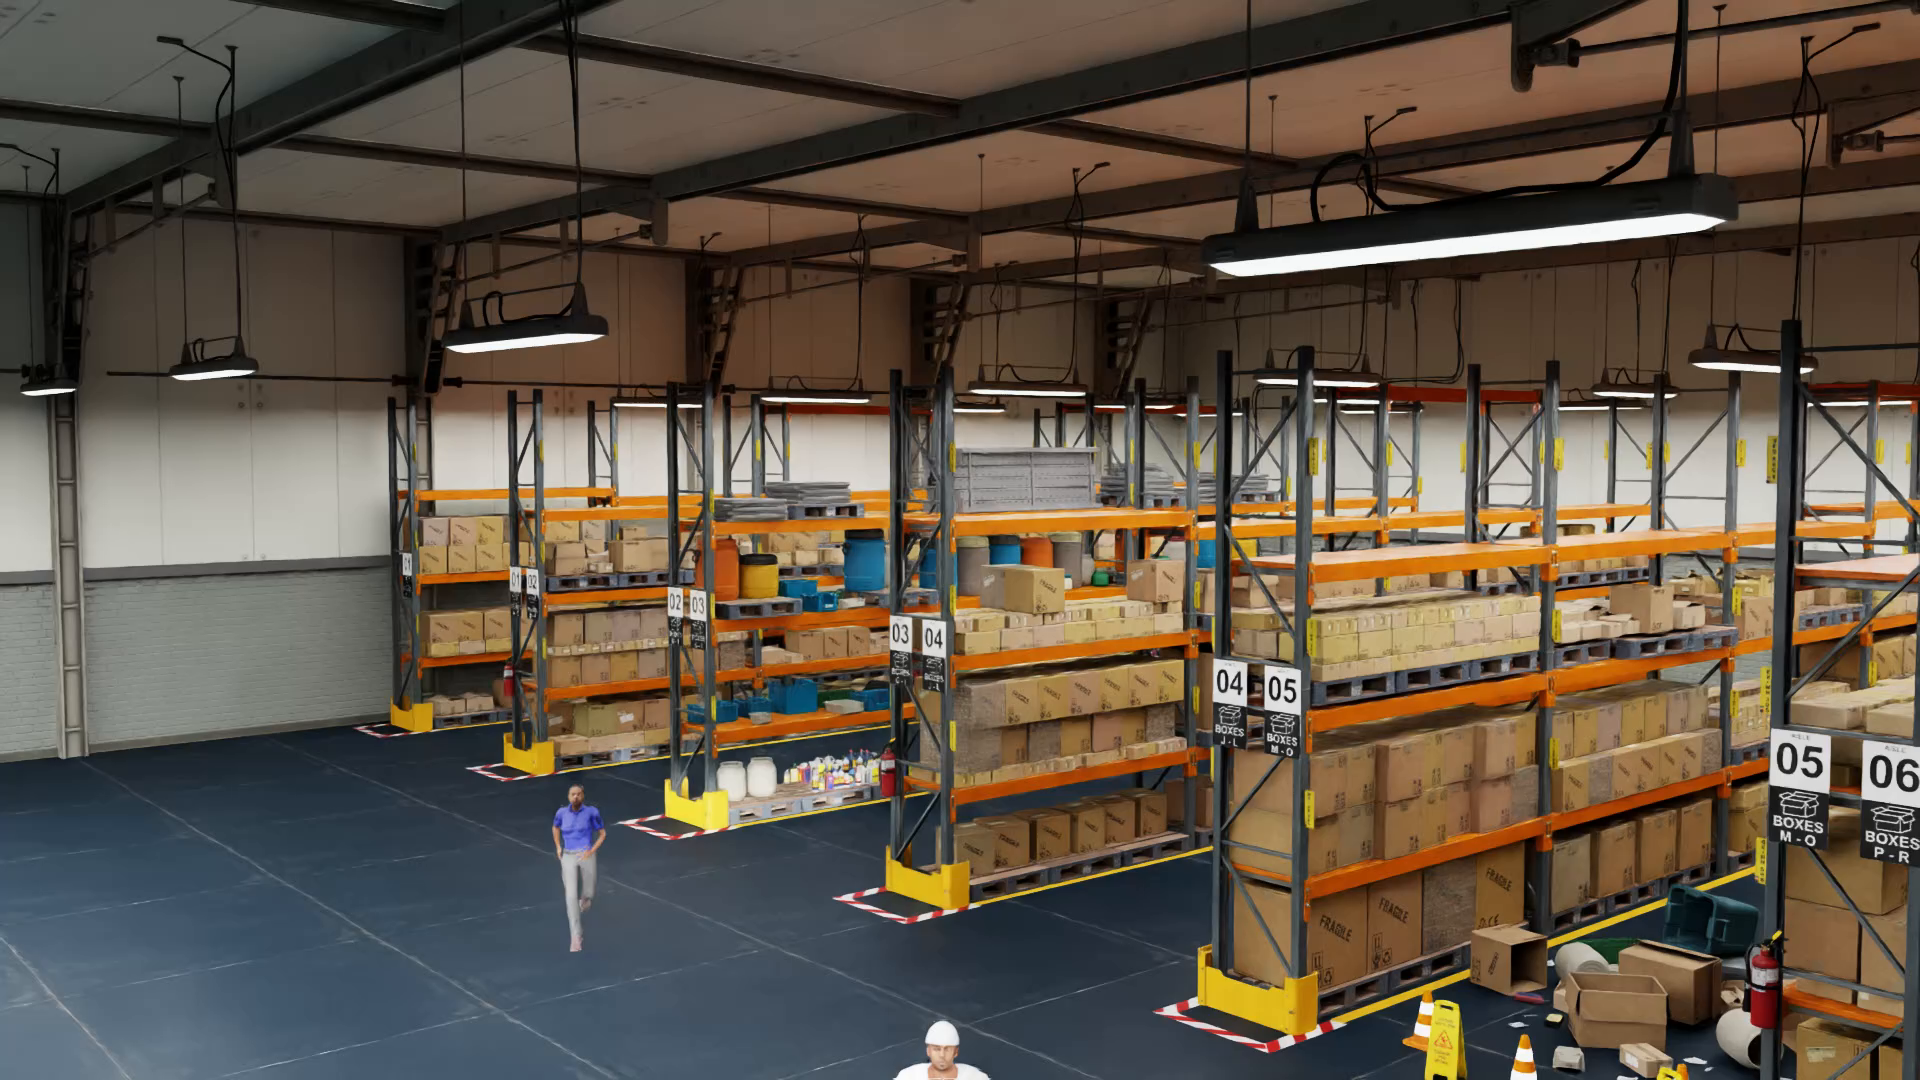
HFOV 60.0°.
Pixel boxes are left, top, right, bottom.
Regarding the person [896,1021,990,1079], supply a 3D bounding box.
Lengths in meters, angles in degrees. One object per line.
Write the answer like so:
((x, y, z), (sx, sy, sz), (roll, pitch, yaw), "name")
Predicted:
((-0.111, 3.726, 9.945), (0.701, 1.737, 0.722), (0, 3, 3), "person")

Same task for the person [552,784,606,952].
((-3.972, 3.361, 17.362), (0.547, 1.643, 1.057), (-1, 3, -15), "person")

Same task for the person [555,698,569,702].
((-6.812, 2.695, 28.318), (0.618, 1.652, 0.550), (3, 5, 44), "person")
